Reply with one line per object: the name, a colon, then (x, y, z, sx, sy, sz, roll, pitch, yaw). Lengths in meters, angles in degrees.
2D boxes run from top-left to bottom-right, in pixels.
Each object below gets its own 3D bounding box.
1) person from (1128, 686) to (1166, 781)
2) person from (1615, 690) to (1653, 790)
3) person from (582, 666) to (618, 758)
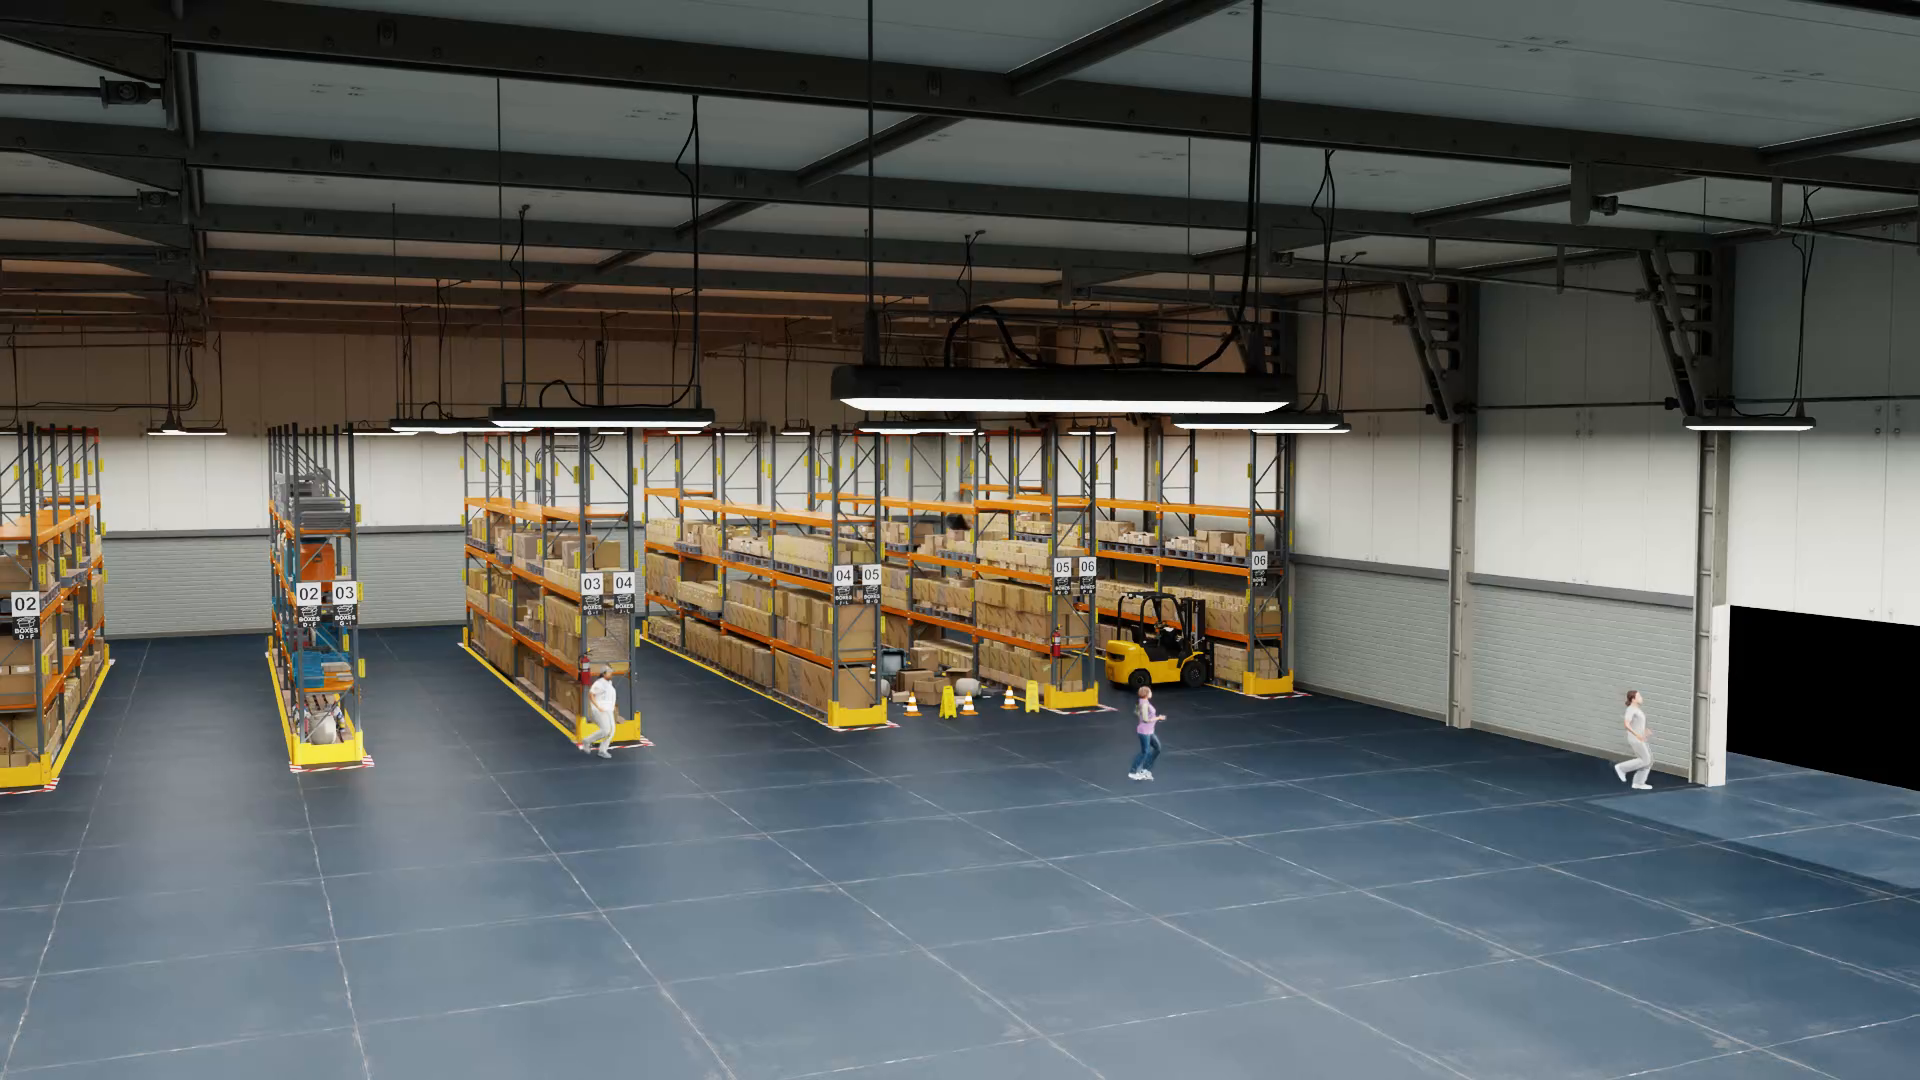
person: (3.124, 3.240, 27.715, 0.635, 1.600, 0.514, 1, 4, 13)
person: (11.015, 3.251, 27.144, 0.572, 1.615, 0.534, 2, 4, 32)
person: (-6.477, 3.088, 30.058, 0.547, 1.622, 0.667, 1, 4, 15)
